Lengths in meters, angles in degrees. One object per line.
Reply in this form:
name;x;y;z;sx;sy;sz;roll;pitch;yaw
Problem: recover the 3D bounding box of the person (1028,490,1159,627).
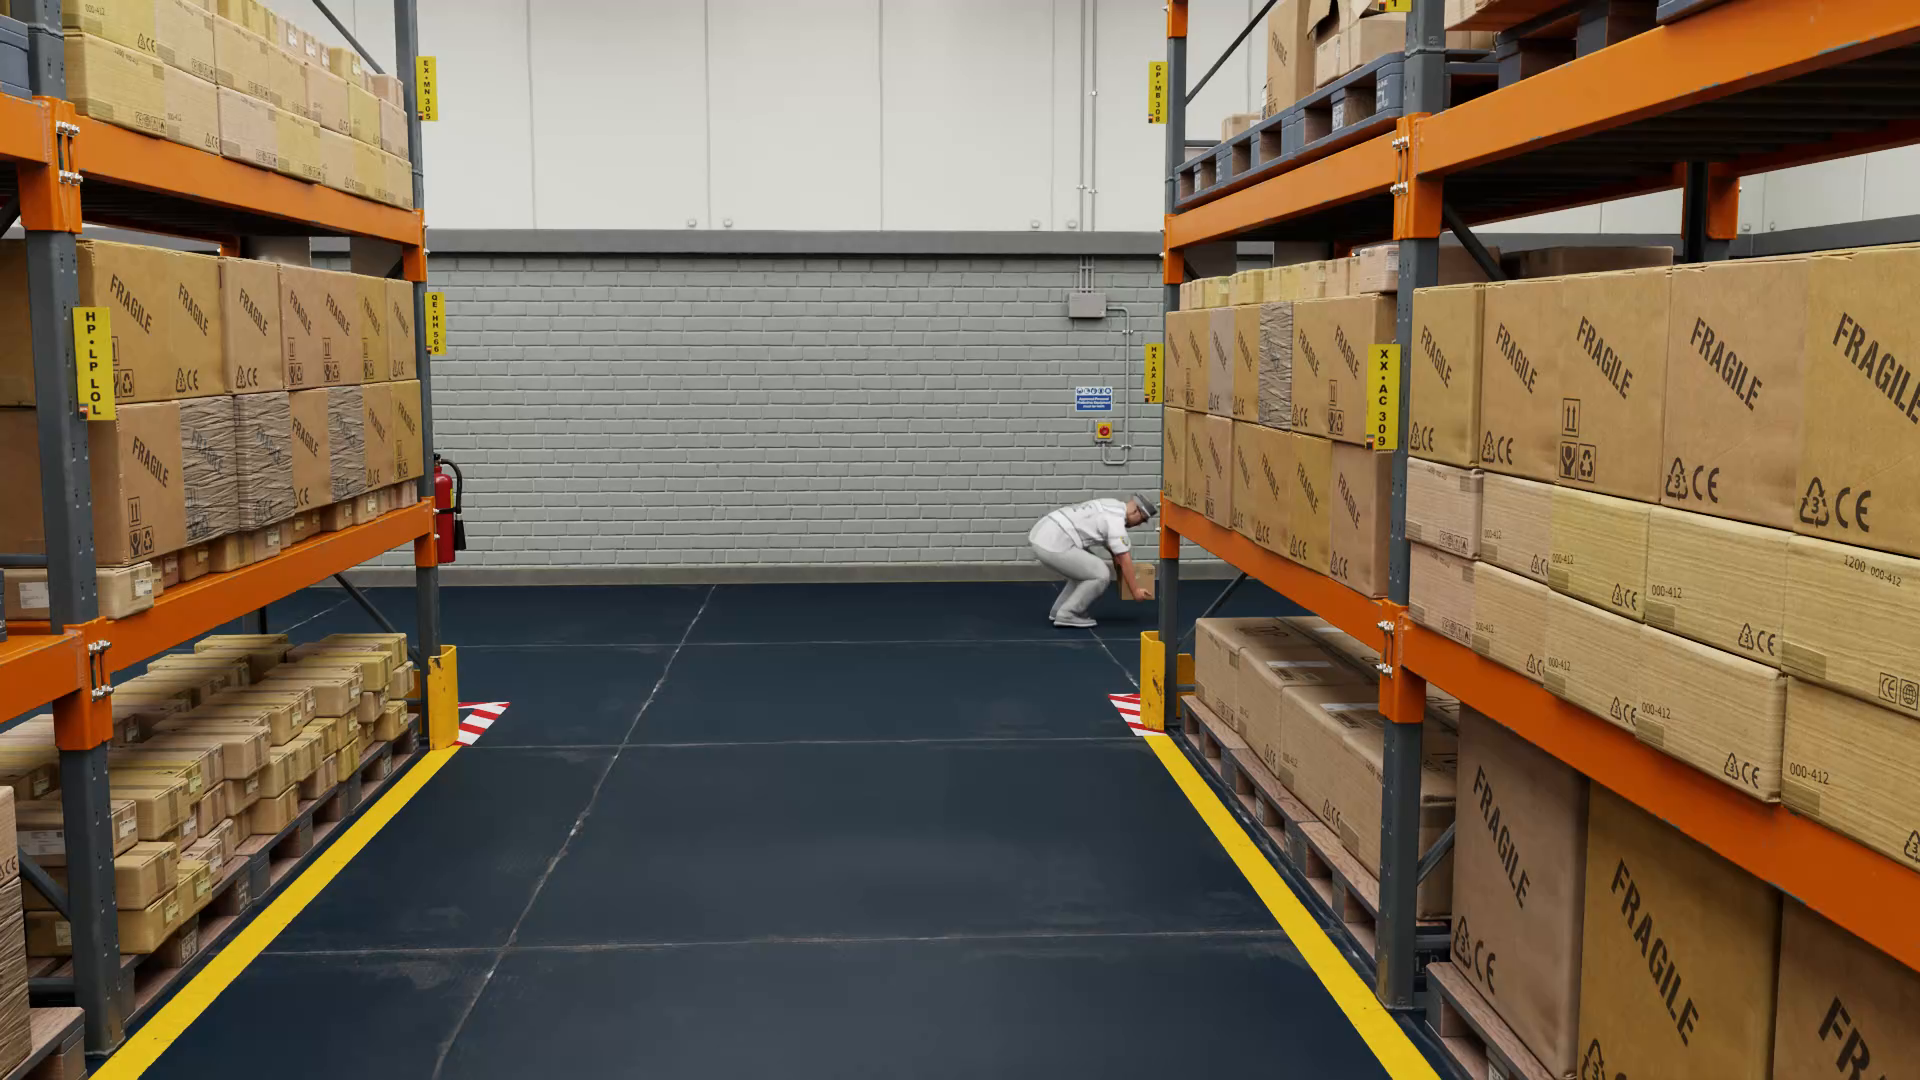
person;1.039;0.136;12.675;0.975;1.023;0.539;-1;7;-6
